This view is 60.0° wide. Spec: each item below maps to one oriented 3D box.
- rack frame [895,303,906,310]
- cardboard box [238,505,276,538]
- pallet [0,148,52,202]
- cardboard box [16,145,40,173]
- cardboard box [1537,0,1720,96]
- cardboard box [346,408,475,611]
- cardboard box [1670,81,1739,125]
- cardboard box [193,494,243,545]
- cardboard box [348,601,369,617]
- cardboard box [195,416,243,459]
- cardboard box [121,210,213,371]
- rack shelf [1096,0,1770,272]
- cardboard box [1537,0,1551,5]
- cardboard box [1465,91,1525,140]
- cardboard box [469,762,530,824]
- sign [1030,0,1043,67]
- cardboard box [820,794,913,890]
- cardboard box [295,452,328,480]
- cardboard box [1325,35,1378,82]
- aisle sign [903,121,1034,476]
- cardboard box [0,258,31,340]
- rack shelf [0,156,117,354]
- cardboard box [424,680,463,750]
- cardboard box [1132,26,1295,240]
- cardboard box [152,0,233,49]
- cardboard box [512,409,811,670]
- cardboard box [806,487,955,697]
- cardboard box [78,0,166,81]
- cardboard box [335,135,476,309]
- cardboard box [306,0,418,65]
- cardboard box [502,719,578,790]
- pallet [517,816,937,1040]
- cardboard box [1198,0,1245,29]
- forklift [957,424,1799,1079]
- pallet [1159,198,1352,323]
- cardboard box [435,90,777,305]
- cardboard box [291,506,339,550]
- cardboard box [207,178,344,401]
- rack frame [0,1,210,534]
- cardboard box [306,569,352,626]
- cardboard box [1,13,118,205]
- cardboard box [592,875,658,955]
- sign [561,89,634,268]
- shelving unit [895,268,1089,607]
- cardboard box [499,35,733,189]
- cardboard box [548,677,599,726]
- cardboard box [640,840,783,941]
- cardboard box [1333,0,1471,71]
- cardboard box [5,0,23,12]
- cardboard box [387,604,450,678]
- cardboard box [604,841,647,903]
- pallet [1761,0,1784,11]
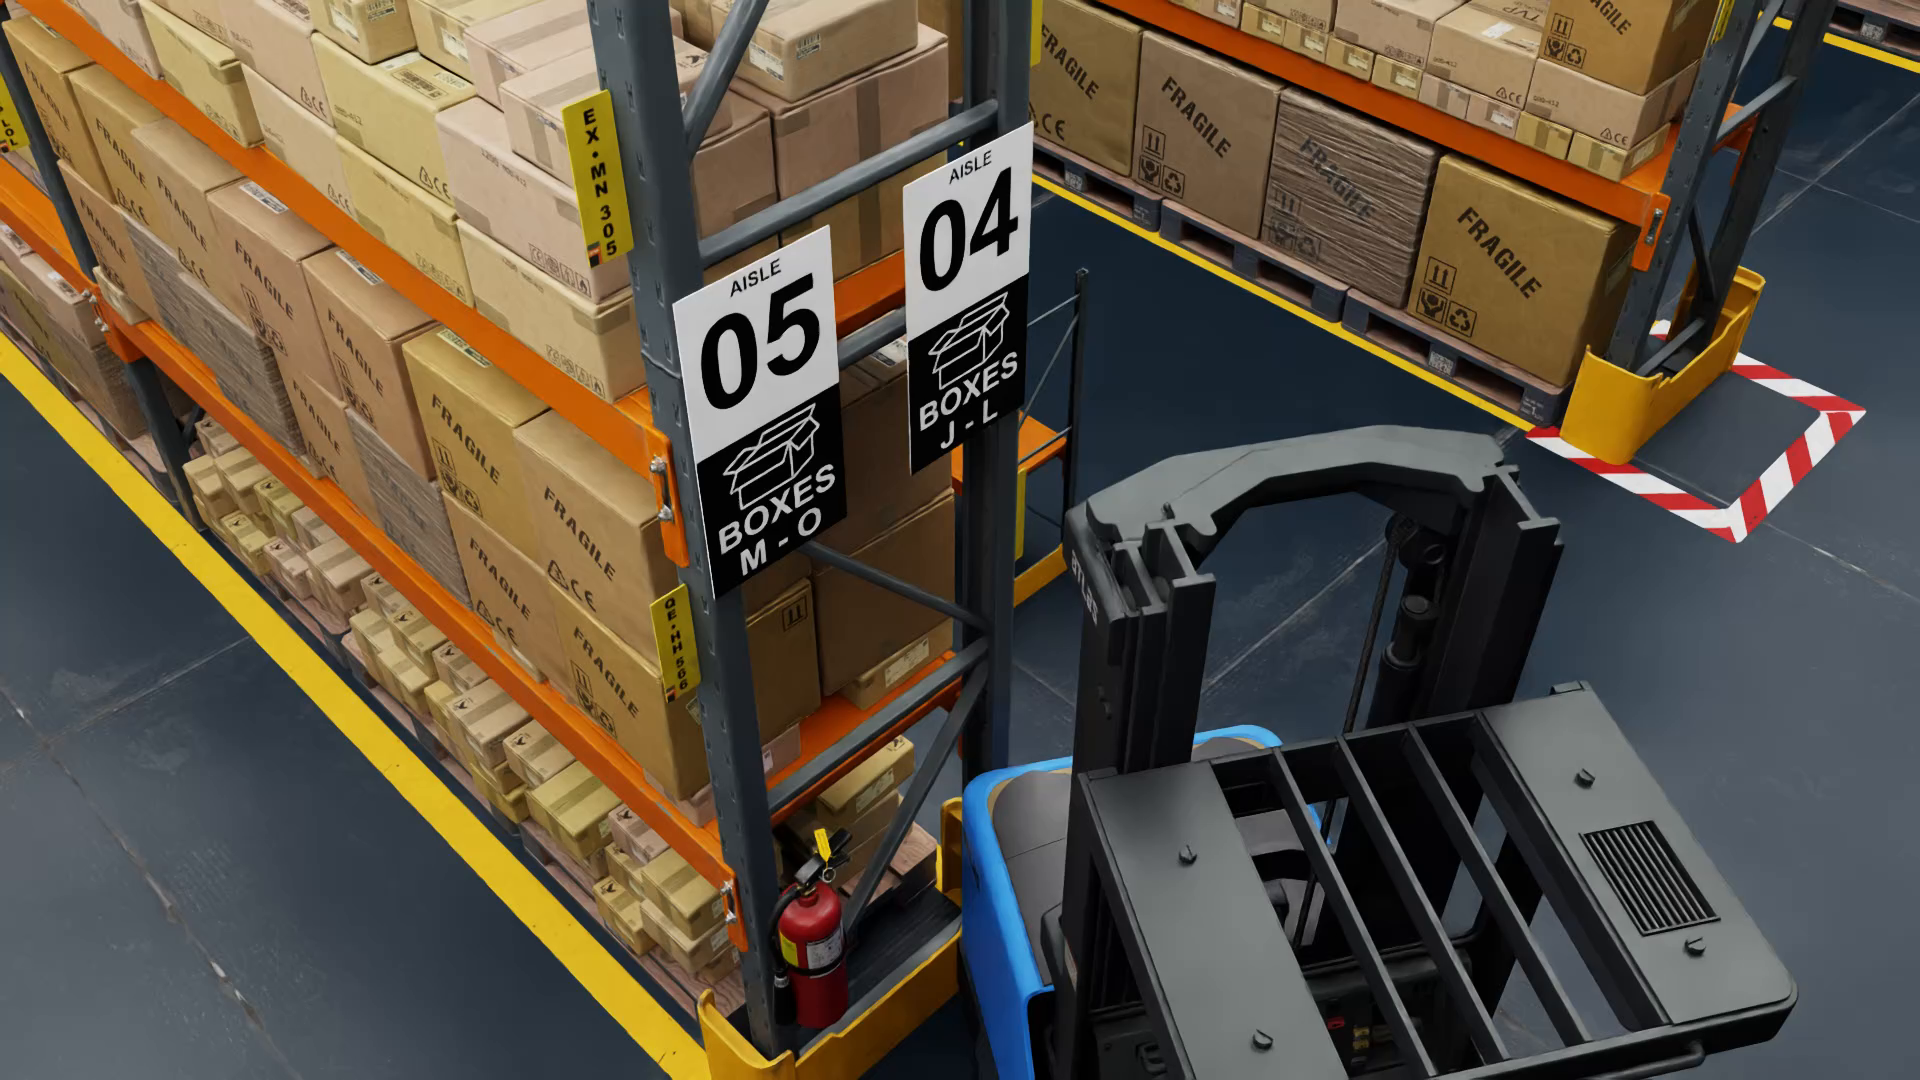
[{"bbox_3d":[-0.419,-0.836,7.167,0.500,1.500,0.032,-34,53,-31],"label":"rack frame"},{"bbox_3d":[-2.796,-0.207,6.953,0.380,0.149,0.250,-34,52,-31],"label":"cardboard box"},{"bbox_3d":[-3.504,-1.763,7.207,1.003,0.211,1.213,-34,53,-31],"label":"pallet"},{"bbox_3d":[-3.672,-1.679,6.850,0.380,0.149,0.250,-34,52,-31],"label":"cardboard box"},{"bbox_3d":[2.810,-2.241,6.921,0.500,0.500,0.500,-33,52,-31],"label":"cardboard box"},{"bbox_3d":[-1.467,-0.202,5.083,0.500,0.500,0.500,-34,52,-31],"label":"cardboard box"},{"bbox_3d":[3.324,-2.040,7.550,0.380,0.149,0.250,-33,52,-31],"label":"cardboard box"},{"bbox_3d":[-3.038,-0.175,7.138,0.250,0.149,0.380,32,51,30],"label":"cardboard box"},{"bbox_3d":[-2.232,0.167,6.548,0.380,0.149,0.250,-32,51,-30],"label":"cardboard box"},{"bbox_3d":[-2.971,-0.458,7.005,0.380,0.149,0.250,-32,51,-30],"label":"cardboard box"},{"bbox_3d":[-2.541,-0.950,5.892,0.500,0.500,0.500,-34,53,-31],"label":"cardboard box"},{"bbox_3d":[1.928,-2.500,8.393,1.077,0.370,4.000,-34,53,-31],"label":"rack shelf"},{"bbox_3d":[2.821,-2.464,7.715,0.500,0.250,0.500,34,52,31],"label":"cardboard box"},{"bbox_3d":[2.494,-1.970,7.475,0.380,0.149,0.250,-34,52,-31],"label":"cardboard box"},{"bbox_3d":[-1.549,0.817,6.064,0.250,0.149,0.380,32,51,30],"label":"cardboard box"},{"bbox_3d":[0.142,-1.158,3.556,0.100,0.325,0.005,-34,53,-31],"label":"sign"},{"bbox_3d":[-0.386,1.013,5.852,0.380,0.149,0.250,-33,52,-31],"label":"cardboard box"},{"bbox_3d":[-2.135,-0.402,5.778,0.380,0.149,0.250,-32,51,-30],"label":"cardboard box"},{"bbox_3d":[1.950,-2.339,7.873,0.380,0.149,0.250,-34,52,-31],"label":"cardboard box"},{"bbox_3d":[0.021,-0.538,3.824,0.394,0.787,0.004,-34,53,-31],"label":"aisle sign"},{"bbox_3d":[-4.490,-1.363,8.165,0.500,0.500,0.500,33,52,31],"label":"cardboard box"},{"bbox_3d":[-4.480,-2.094,7.953,1.077,0.370,4.000,-34,53,-31],"label":"rack shelf"},{"bbox_3d":[-1.728,0.568,6.114,0.380,0.149,0.250,-31,51,-29],"label":"cardboard box"},{"bbox_3d":[1.561,-2.311,8.915,0.875,0.875,0.875,-34,53,-31],"label":"cardboard box"},{"bbox_3d":[-1.818,-1.545,4.361,0.500,0.250,0.500,32,51,30],"label":"cardboard box"},{"bbox_3d":[-0.742,-0.089,4.224,0.500,0.500,0.500,33,52,31],"label":"cardboard box"},{"bbox_3d":[-0.364,0.031,4.831,0.500,0.500,0.500,-32,51,-30],"label":"cardboard box"},{"bbox_3d":[-2.213,-1.599,4.787,0.500,0.250,0.500,-32,51,-30],"label":"cardboard box"},{"bbox_3d":[-1.117,-0.855,3.983,0.500,0.250,0.500,-34,52,-31],"label":"cardboard box"},{"bbox_3d":[-1.235,-1.234,3.731,0.380,0.149,0.250,-33,52,-31],"label":"cardboard box"},{"bbox_3d":[-1.343,0.700,5.753,0.250,0.149,0.380,32,52,30],"label":"cardboard box"},{"bbox_3d":[-0.845,1.105,6.016,1.003,0.211,1.213,-34,53,-31],"label":"pallet"},{"bbox_3d":[1.405,-2.709,8.274,0.380,0.149,0.250,-33,52,-31],"label":"cardboard box"},{"bbox_3d":[0.823,1.323,3.776,1.130,2.935,3.031,-9,43,-10],"label":"forklift"},{"bbox_3d":[1.863,-1.712,9.065,1.003,0.211,1.213,-34,53,-31],"label":"pallet"},{"bbox_3d":[-0.748,-0.804,3.560,0.500,0.250,0.500,33,52,30],"label":"cardboard box"},{"bbox_3d":[-2.404,-0.085,6.602,0.250,0.149,0.380,33,52,30],"label":"cardboard box"},{"bbox_3d":[-1.849,-0.830,5.026,0.500,0.500,0.500,32,52,30],"label":"cardboard box"},{"bbox_3d":[-3.067,-1.397,6.669,1.000,3.000,0.127,-34,53,-31],"label":"rack frame"},{"bbox_3d":[-2.423,0.145,6.791,0.250,0.149,0.380,33,52,31],"label":"cardboard box"},{"bbox_3d":[-2.921,-1.577,5.834,0.500,0.500,0.500,-33,52,-30],"label":"cardboard box"},{"bbox_3d":[-1.015,1.190,5.661,0.380,0.149,0.250,-32,52,-30],"label":"cardboard box"},{"bbox_3d":[-0.650,-0.645,2.993,0.100,0.325,0.005,-34,53,-31],"label":"sign"},{"bbox_3d":[-0.054,-0.587,6.898,0.587,1.500,1.083,-34,53,-31],"label":"shelving unit"},{"bbox_3d":[-0.685,-0.870,3.337,0.250,0.149,0.380,34,52,31],"label":"cardboard box"},{"bbox_3d":[-1.010,0.345,4.968,0.250,0.149,0.380,34,52,31],"label":"cardboard box"},{"bbox_3d":[-0.796,1.067,5.356,0.380,0.149,0.250,-33,52,-31],"label":"cardboard box"},{"bbox_3d":[2.093,-2.452,7.702,0.500,0.250,0.500,32,52,30],"label":"cardboard box"},{"bbox_3d":[-4.046,-2.157,6.928,0.250,0.149,0.380,34,53,31],"label":"cardboard box"},{"bbox_3d":[-1.885,0.305,6.180,0.380,0.149,0.250,-34,52,-31],"label":"cardboard box"},{"bbox_3d":[-0.964,1.040,5.603,0.250,0.149,0.380,33,52,31],"label":"cardboard box"},{"bbox_3d":[5.435,-4.154,11.707,1.003,0.211,1.213,-34,53,-31],"label":"pallet"}]
